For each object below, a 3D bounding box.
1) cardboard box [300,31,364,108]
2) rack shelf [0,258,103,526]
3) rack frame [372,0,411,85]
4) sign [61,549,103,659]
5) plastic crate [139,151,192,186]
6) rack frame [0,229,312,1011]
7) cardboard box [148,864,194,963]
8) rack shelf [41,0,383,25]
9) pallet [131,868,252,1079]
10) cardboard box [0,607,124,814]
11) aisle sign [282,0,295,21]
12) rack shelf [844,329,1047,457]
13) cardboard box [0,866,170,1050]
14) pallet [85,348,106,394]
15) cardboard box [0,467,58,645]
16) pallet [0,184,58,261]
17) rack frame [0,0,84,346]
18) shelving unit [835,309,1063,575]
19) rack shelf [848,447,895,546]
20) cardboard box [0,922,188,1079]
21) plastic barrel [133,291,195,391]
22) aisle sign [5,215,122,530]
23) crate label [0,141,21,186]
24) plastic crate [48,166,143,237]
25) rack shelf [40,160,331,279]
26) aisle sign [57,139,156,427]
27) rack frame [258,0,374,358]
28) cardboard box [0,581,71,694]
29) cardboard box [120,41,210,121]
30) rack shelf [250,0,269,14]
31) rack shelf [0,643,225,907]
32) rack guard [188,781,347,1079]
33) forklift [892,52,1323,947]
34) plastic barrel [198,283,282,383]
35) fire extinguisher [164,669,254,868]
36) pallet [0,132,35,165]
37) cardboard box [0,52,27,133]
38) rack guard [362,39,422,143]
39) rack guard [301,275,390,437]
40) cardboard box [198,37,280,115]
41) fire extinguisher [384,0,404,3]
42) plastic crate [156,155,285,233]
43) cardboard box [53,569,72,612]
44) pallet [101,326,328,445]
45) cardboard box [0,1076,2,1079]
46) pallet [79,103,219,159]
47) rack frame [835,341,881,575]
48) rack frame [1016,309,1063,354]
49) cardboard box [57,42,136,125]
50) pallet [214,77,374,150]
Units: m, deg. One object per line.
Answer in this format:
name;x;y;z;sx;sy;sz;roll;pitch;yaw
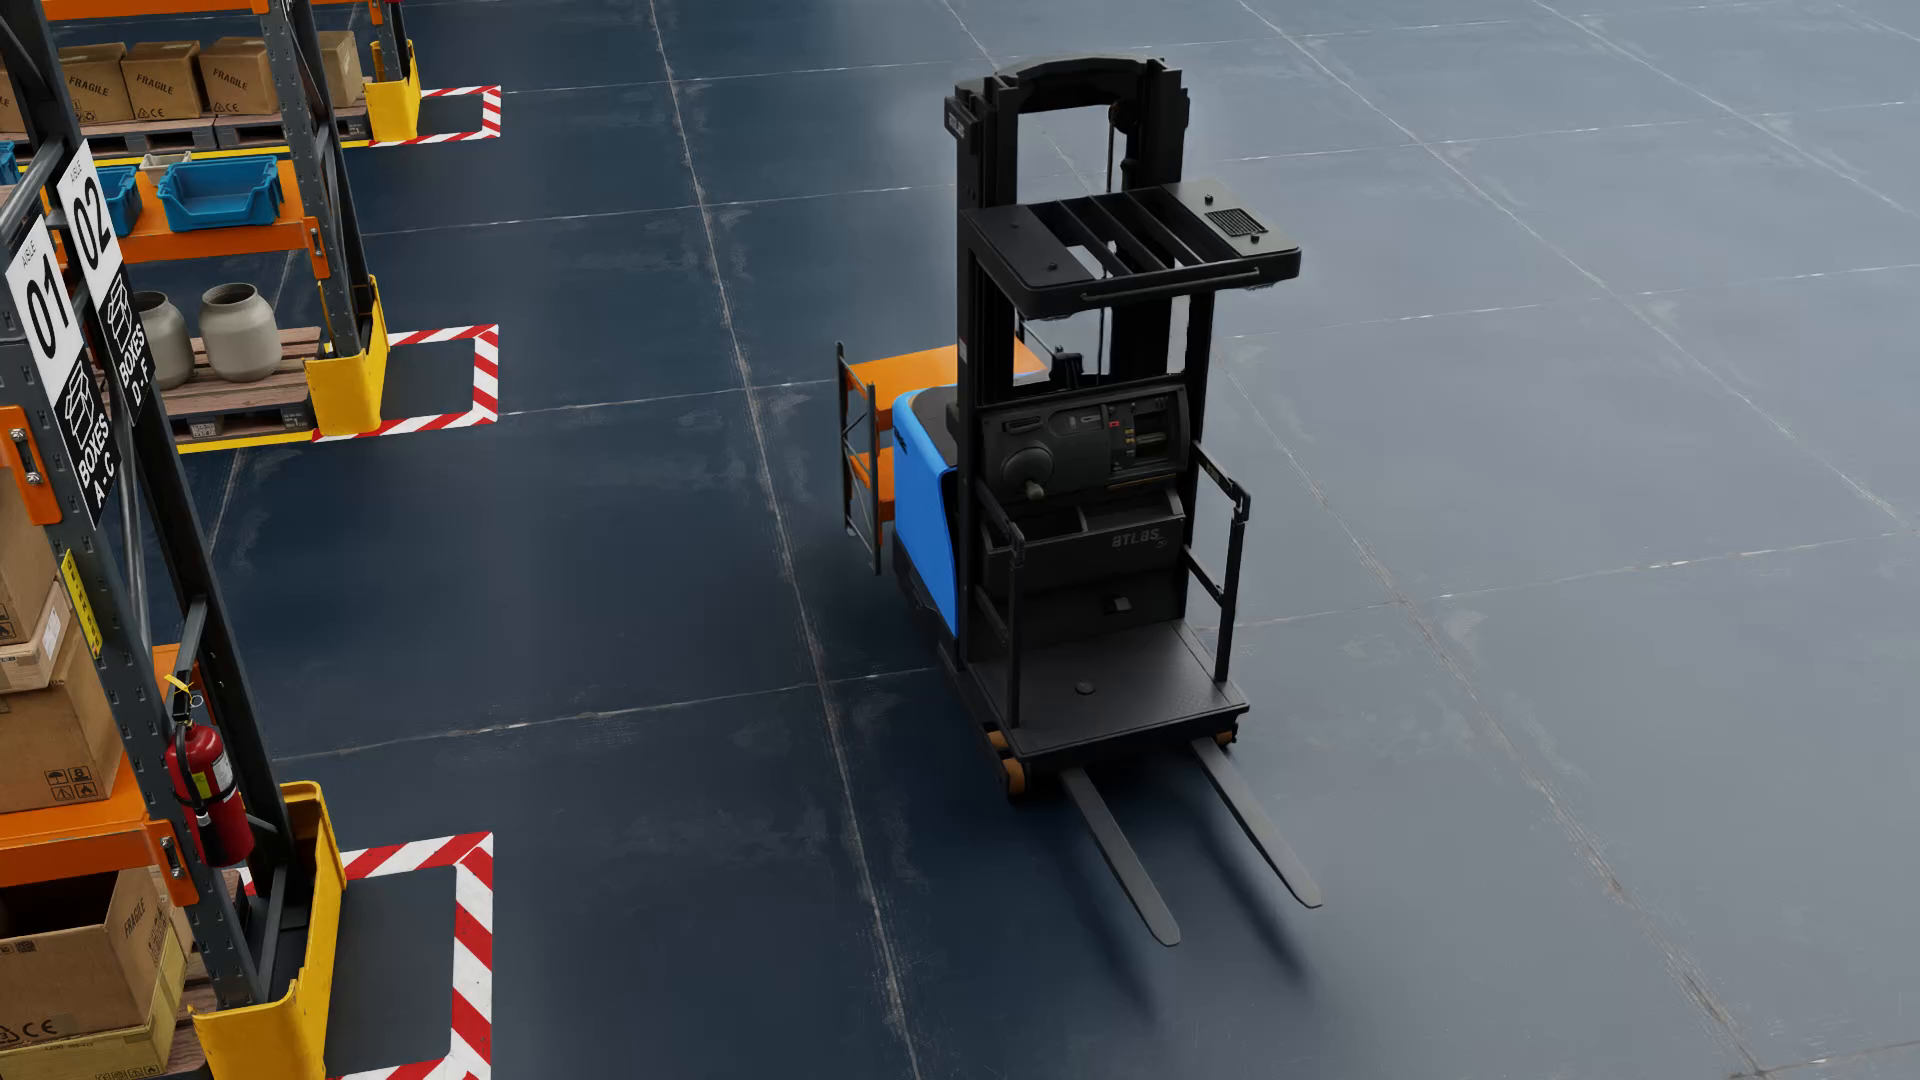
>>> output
cardboard box;-5.410;-3.987;14.089;0.500;0.500;0.500;-1;34;-2
rack shelf;-4.566;-0.235;4.584;4.000;0.370;1.077;-7;35;-11
rack frame;-4.797;-4.918;13.610;0.127;3.000;1.000;-7;35;-11
sign;-2.509;0.184;4.755;0.005;0.325;0.100;-7;35;-11
plastic crate;-4.648;-2.182;9.769;0.250;0.136;0.298;-7;35;-11
rack frame;-2.615;0.466;5.586;0.127;3.000;1.000;-7;35;-11
cardboard box;-3.187;1.379;6.317;0.500;0.250;0.500;-7;35;-11
rack shelf;-6.748;-4.374;13.444;4.000;0.370;1.077;-7;35;-11
pallet;-3.352;1.741;6.189;1.213;0.211;1.003;-7;35;-11
cardboard box;-3.073;0.475;5.483;0.500;0.500;0.700;-7;35;-11
aisle sign;-3.568;-3.153;8.647;0.004;0.787;0.394;-7;35;-11
rack shelf;-0.057;-0.770;8.585;1.000;0.278;0.538;-13;36;-19
cardboard box;-3.072;1.350;5.687;0.500;0.500;0.500;-7;35;-11
pallet;-5.749;-0.788;9.958;1.213;0.211;1.003;-7;35;-11
cardboard box;-3.125;-0.057;5.112;0.500;0.500;0.700;-7;35;-10
pallet;-3.310;-0.670;4.666;1.213;0.211;1.003;-7;35;-11
rack frame;-2.615;-2.025;3.914;0.127;3.000;1.000;-7;35;-11
shelving unit;-0.057;-0.527;8.748;1.048;1.125;0.538;-13;36;-19
rack shelf;-0.057;-0.324;8.884;1.000;0.278;0.538;-13;36;-19
cardboard box;-3.073;1.660;5.898;0.500;0.250;0.500;-7;35;-11
plastic barrel;-4.818;-1.183;9.900;0.421;0.512;0.421;0;34;0
aisle sign;-2.486;-0.462;4.636;0.004;0.787;0.394;-7;35;-11
crate label;-5.440;-1.868;9.032;0.616;0.435;0.502;-7;35;-11
plastic crate;-4.761;-1.864;9.192;0.408;0.251;0.499;-7;35;-11
rack shelf;-5.655;-1.682;9.433;4.000;0.370;1.077;-7;35;-11
aisle sign;-2.619;-0.788;5.122;0.004;0.787;0.394;-7;35;-11
rack frame;-3.704;-2.226;9.599;0.127;3.000;1.000;-7;35;-11
cardboard box;-2.946;0.306;5.153;0.250;0.149;0.380;-8;35;-11
cardboard box;-6.600;-3.828;13.852;0.500;0.500;0.500;-4;34;-6
rack shelf;-5.655;-2.927;8.597;4.000;0.370;1.077;-7;35;-11
rack shelf;-4.566;1.011;5.420;4.000;0.370;1.077;-7;35;-11
rack guard;-2.592;1.501;6.287;0.348;0.500;1.175;-7;35;-11
forklift;0.608;-0.354;6.870;1.130;2.935;3.031;-11;35;-16
plastic barrel;-4.329;-1.245;9.992;0.421;0.512;0.421;0;34;0
fire extinguisher;-2.397;0.736;5.253;0.183;0.674;0.296;-7;35;-11
pallet;-8.051;-3.370;13.806;1.213;0.211;1.003;-7;35;-11
cardboard box;-7.742;-3.665;13.609;0.500;0.500;0.500;3;34;5
rack guard;-4.871;-3.871;14.293;0.348;0.500;1.175;-7;35;-11
rack guard;-3.768;-1.153;10.243;0.348;0.500;1.175;-7;35;-11
cardboard box;-5.985;-3.895;13.951;0.500;0.500;0.500;1;34;2
fire extinguisher;-4.583;-4.650;13.279;0.183;0.674;0.296;-7;35;-11
plastic crate;-4.126;-1.940;9.306;0.616;0.251;0.499;-7;35;-11
cardboard box;-3.045;0.087;5.480;0.250;0.149;0.380;-7;35;-11
pallet;-4.561;-0.936;10.179;1.213;0.211;1.003;-7;35;-11
cardboard box;-3.558;1.728;5.796;0.500;0.250;0.500;-7;35;-11
pallet;-6.859;-3.522;14.032;1.213;0.211;1.003;-7;35;-11
rack frame;-0.524;-0.415;8.582;0.032;1.125;0.500;-13;36;-19
rack frame;0.410;-0.638;8.914;0.032;1.125;0.500;-13;36;-19
cardboard box;-7.154;-3.784;13.786;0.500;0.500;0.500;-10;35;-15
pallet;-5.671;-3.670;14.253;1.213;0.211;1.003;-7;35;-11
